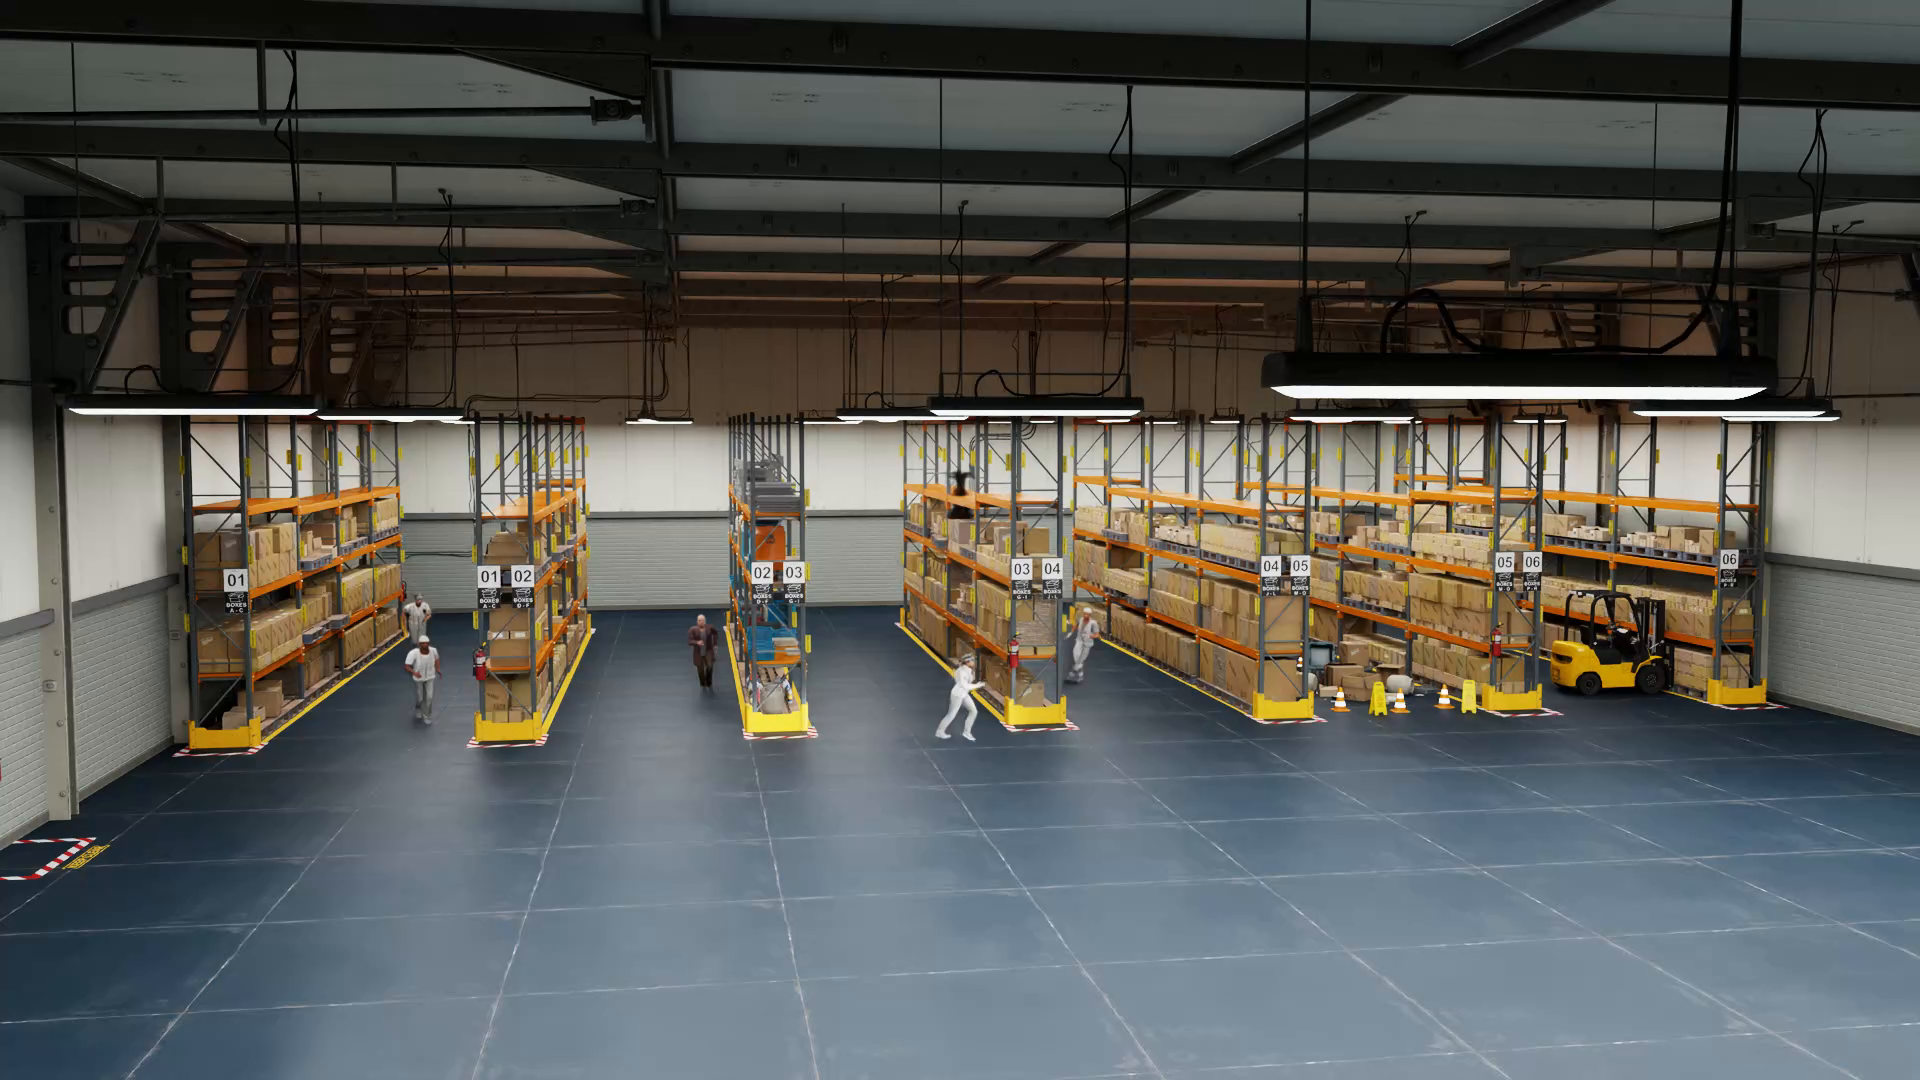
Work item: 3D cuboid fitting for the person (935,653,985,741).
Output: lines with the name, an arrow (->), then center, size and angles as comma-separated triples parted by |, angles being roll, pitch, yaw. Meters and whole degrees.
person -> 0.013, 2.859, 30.233 | 0.930, 1.650, 0.595 | 1, 4, 19

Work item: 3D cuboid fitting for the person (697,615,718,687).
person -> -5.509, 2.390, 35.666 | 0.605, 1.612, 0.962 | 0, 4, -5

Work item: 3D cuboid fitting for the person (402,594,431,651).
person -> -13.224, 2.135, 40.514 | 0.665, 1.702, 0.745 | -2, 4, -27

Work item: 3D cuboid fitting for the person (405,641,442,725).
person -> -10.400, 2.698, 32.168 | 0.695, 1.686, 0.860 | -2, 4, -29

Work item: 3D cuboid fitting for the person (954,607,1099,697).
person -> 1.526, 2.527, 33.734 | 1.720, 1.614, 7.960 | 1, 4, 12
